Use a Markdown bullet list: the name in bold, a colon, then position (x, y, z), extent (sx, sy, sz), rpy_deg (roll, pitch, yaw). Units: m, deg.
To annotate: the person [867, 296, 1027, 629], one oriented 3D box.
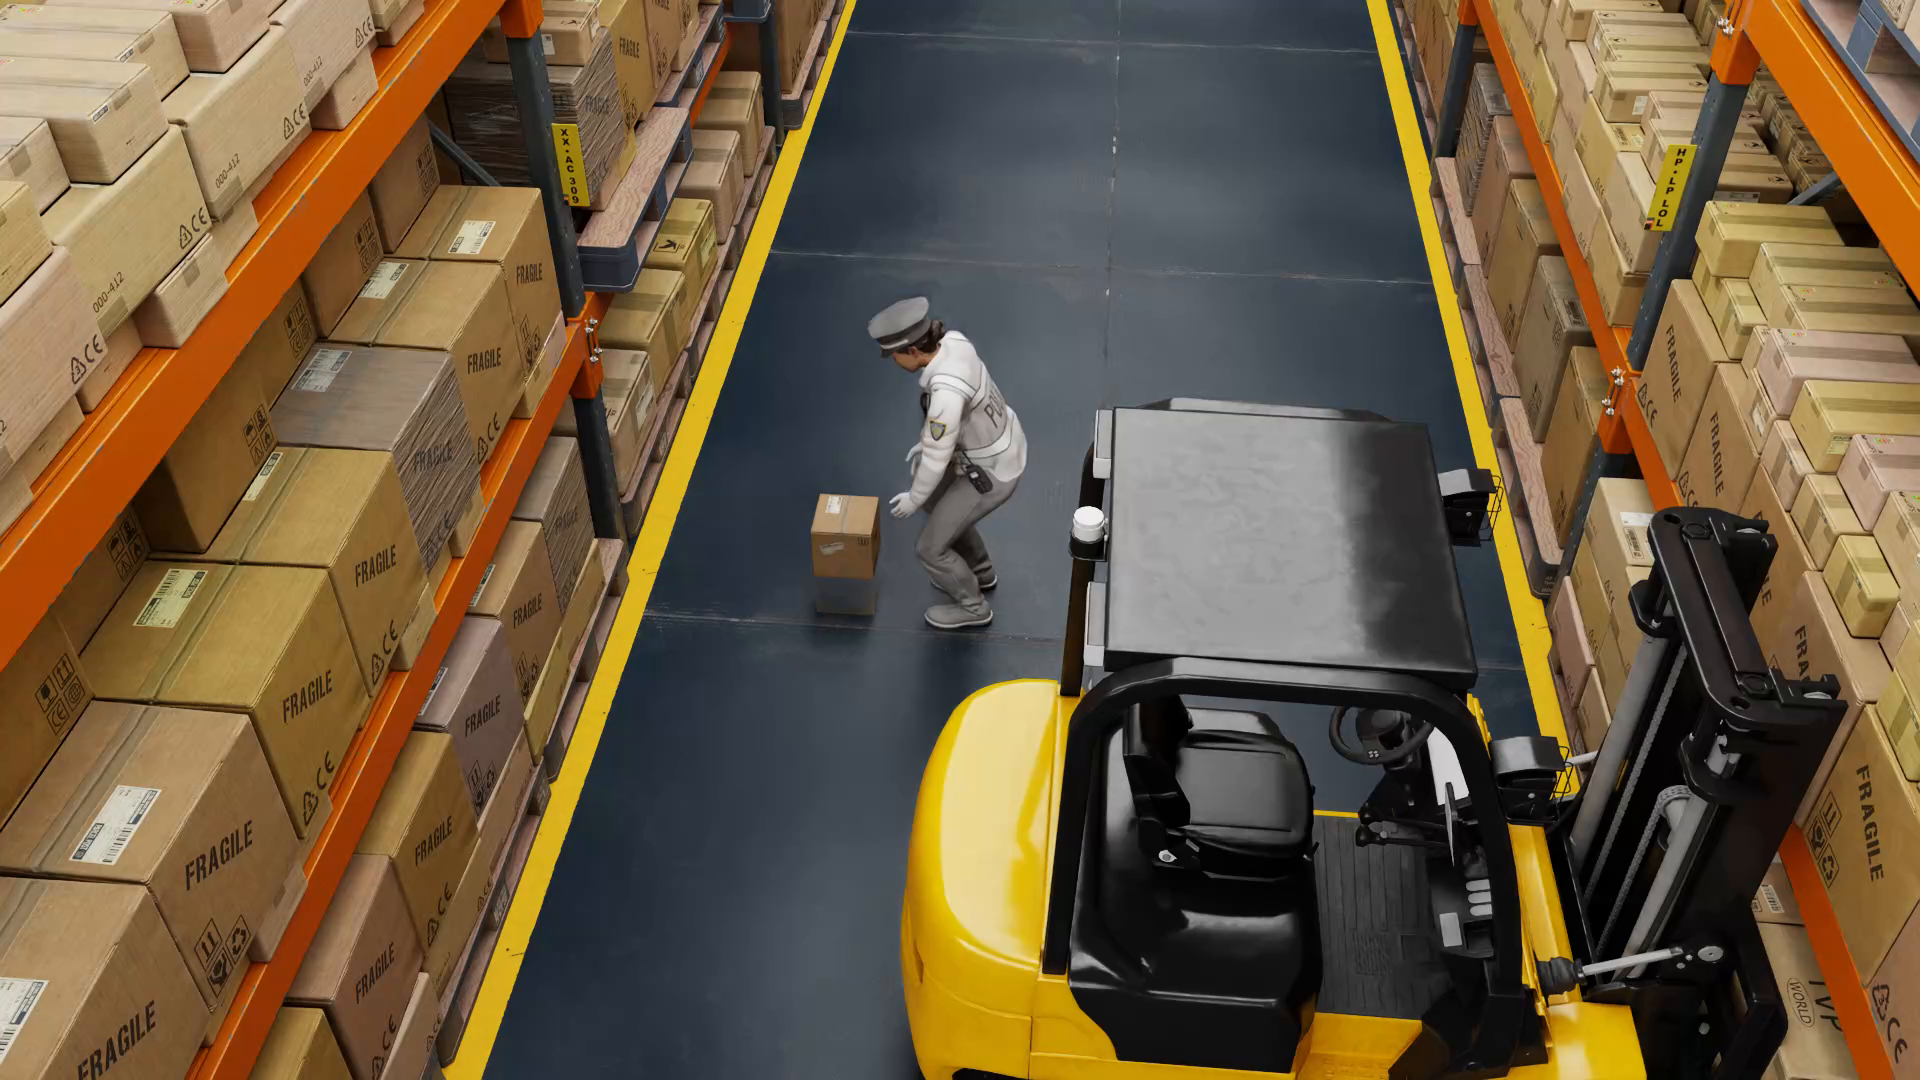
- **person**: position (-0.045, -0.287, 6.630), extent (0.607, 1.501, 0.529), rpy_deg (4, 40, 4)
